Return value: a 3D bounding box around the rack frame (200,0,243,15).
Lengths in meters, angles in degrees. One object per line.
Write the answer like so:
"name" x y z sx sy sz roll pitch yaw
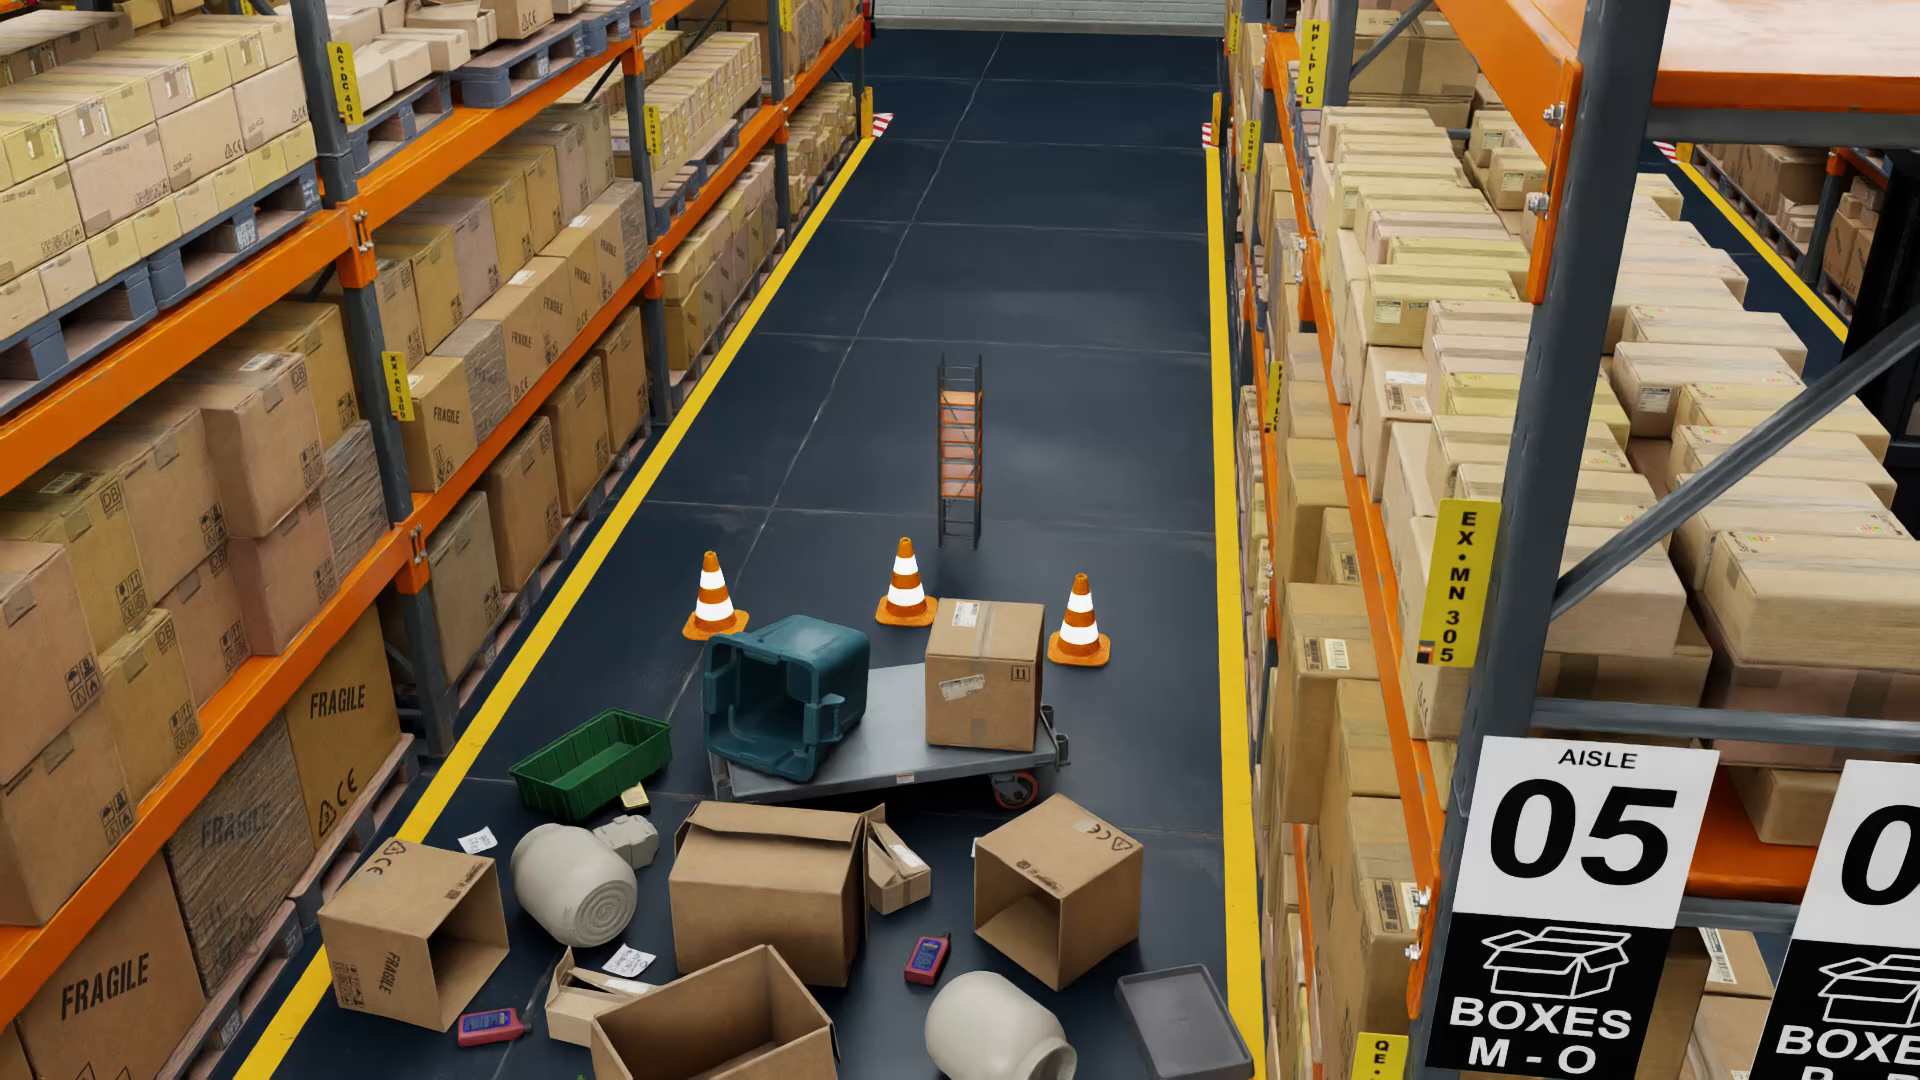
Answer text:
"rack frame" -6.964 -4.396 15.247 1.000 3.000 0.127 3 28 6

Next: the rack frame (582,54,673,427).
"rack frame" -2.544 -2.177 11.128 1.000 3.000 0.127 3 28 6

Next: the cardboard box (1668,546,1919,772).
"cardboard box" 1.727 0.222 3.357 0.500 0.250 0.500 3 28 5

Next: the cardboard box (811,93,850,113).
"cardboard box" -1.371 -4.626 17.610 0.380 0.149 0.250 3 28 5

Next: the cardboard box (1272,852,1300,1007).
"cardboard box" 1.431 1.400 6.154 0.500 0.500 0.500 5 29 9

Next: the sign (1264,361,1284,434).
"sign" 1.340 -0.594 6.970 0.100 0.325 0.005 3 28 6

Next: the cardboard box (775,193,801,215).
"cardboard box" -1.691 -3.142 15.483 0.380 0.149 0.250 2 28 4

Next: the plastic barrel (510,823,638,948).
"plastic barrel" -1.651 1.463 7.088 0.421 0.421 0.512 -24 36 -37

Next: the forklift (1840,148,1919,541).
"forklift" 5.290 -0.668 8.400 3.031 2.935 1.130 7 29 12

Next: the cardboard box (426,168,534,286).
"cardboard box" -2.793 -1.730 9.139 0.700 0.500 0.500 3 28 6

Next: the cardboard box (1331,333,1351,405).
"cardboard box" 1.364 -0.530 5.173 0.380 0.149 0.250 3 28 5

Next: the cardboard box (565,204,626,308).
"cardboard box" -2.395 -1.759 10.246 0.500 0.500 0.500 3 28 6

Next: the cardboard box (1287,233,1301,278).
"cardboard box" 1.805 -1.385 8.113 0.380 0.149 0.250 2 28 4

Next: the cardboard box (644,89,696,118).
"cardboard box" -2.166 -3.213 12.247 0.380 0.149 0.250 5 29 9

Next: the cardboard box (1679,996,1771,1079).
"cardboard box" 1.734 1.447 3.982 0.500 0.500 0.500 3 28 5

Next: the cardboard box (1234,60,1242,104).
"cardboard box" 2.537 -3.783 13.740 0.500 0.250 0.500 3 28 5

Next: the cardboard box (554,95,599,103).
"cardboard box" -2.845 -3.138 12.107 0.380 0.149 0.250 4 29 8

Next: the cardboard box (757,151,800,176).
"cardboard box" -1.714 -3.528 15.572 0.380 0.149 0.250 5 29 9

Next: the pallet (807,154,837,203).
"pallet" -1.860 -3.726 16.944 1.003 0.211 1.213 3 28 6

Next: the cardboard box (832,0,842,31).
"cardboard box" -1.484 -5.410 16.710 0.500 0.500 0.500 3 29 6

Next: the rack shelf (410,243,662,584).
"rack shelf" -2.789 -0.919 9.551 1.077 0.370 4.000 3 28 6

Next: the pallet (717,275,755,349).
"pallet" -2.295 -1.890 13.535 1.003 0.211 1.213 3 28 6

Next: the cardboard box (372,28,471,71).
"cardboard box" -2.605 -2.378 8.055 0.380 0.149 0.250 3 28 6

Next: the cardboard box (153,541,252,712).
"cardboard box" -3.296 0.322 6.332 0.875 0.550 0.550 3 28 6

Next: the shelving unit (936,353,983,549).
"shelving unit" -0.002 -0.521 9.953 0.258 1.200 0.189 3 28 6

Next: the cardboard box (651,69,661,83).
"cardboard box" -2.651 -3.740 13.539 0.380 0.149 0.250 2 28 4

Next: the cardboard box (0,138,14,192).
"cardboard box" -2.980 -1.059 4.766 0.380 0.149 0.250 4 29 7

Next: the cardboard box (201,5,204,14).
"cardboard box" -7.173 -5.023 15.464 0.500 0.500 0.500 4 29 8

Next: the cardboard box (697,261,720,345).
"cardboard box" -2.146 -1.816 12.652 0.500 0.500 0.500 4 29 7

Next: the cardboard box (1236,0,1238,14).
"cardboard box" 2.725 -4.780 14.801 0.500 0.500 0.500 3 28 5

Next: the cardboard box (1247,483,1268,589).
"cardboard box" 2.121 0.005 9.406 0.950 0.372 0.625 4 29 8

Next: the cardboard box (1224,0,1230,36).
"cardboard box" 3.017 -5.537 17.260 0.500 0.500 0.500 3 28 6

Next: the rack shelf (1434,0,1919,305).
"rack shelf" 1.646 -1.436 4.189 1.077 0.370 4.000 3 28 6

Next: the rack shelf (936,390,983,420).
"rack shelf" -0.002 -0.799 9.803 0.258 0.103 0.180 3 28 6

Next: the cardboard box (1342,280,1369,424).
"cardboard box" 1.377 -0.532 4.757 0.500 0.250 0.500 4 29 7

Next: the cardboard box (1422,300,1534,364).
"cardboard box" 1.409 -0.502 4.280 0.380 0.149 0.250 3 28 5

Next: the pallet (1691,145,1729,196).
"pallet" 8.182 -3.777 17.039 1.003 0.211 1.213 3 28 6

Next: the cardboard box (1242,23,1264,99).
"cardboard box" 2.433 -3.636 12.678 0.500 0.500 0.500 3 28 5

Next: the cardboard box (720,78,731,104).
"cardboard box" -2.034 -3.574 13.230 0.380 0.149 0.250 2 28 4

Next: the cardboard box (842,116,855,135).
"cardboard box" -1.353 -4.486 17.977 0.380 0.149 0.250 4 29 8

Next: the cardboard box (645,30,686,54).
"cardboard box" -2.559 -4.237 14.147 0.380 0.149 0.250 5 29 9

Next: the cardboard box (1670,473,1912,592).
"cardboard box" 1.662 -0.007 3.362 0.380 0.149 0.250 3 28 6

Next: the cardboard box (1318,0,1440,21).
"cardboard box" 1.939 -2.475 7.708 0.500 0.250 0.500 4 29 7

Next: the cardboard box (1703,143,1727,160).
"cardboard box" 8.119 -4.219 17.109 0.797 0.503 0.637 2 28 4

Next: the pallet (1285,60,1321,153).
"pallet" 2.196 -2.065 7.955 1.213 0.211 1.003 3 28 6

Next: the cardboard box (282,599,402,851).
"cardboard box" -3.181 0.748 7.496 0.875 0.875 0.875 4 29 7

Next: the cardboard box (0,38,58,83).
"cardboard box" -3.478 -1.693 5.943 0.380 0.149 0.250 3 28 6

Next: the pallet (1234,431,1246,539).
"pallet" 2.284 -0.342 10.661 1.003 0.211 1.213 3 28 6

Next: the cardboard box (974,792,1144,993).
"cardboard box" 0.409 1.471 6.990 0.500 0.500 0.500 -24 36 -37

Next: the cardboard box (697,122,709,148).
"cardboard box" -2.129 -3.074 12.616 0.380 0.149 0.250 4 29 7

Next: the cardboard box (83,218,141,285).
"cardboard box" -2.916 -0.943 5.392 0.380 0.149 0.250 3 28 6

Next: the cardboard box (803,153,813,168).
"cardboard box" -1.663 -3.769 16.332 0.380 0.149 0.250 5 29 9

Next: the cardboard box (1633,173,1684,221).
"cardboard box" 2.091 -1.079 5.352 0.380 0.149 0.250 4 29 8

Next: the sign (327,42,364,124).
"sign" -2.483 -1.846 6.722 0.100 0.325 0.005 3 28 6

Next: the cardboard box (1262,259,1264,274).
"cardboard box" 2.009 -1.612 9.901 0.380 0.149 0.250 2 28 3
